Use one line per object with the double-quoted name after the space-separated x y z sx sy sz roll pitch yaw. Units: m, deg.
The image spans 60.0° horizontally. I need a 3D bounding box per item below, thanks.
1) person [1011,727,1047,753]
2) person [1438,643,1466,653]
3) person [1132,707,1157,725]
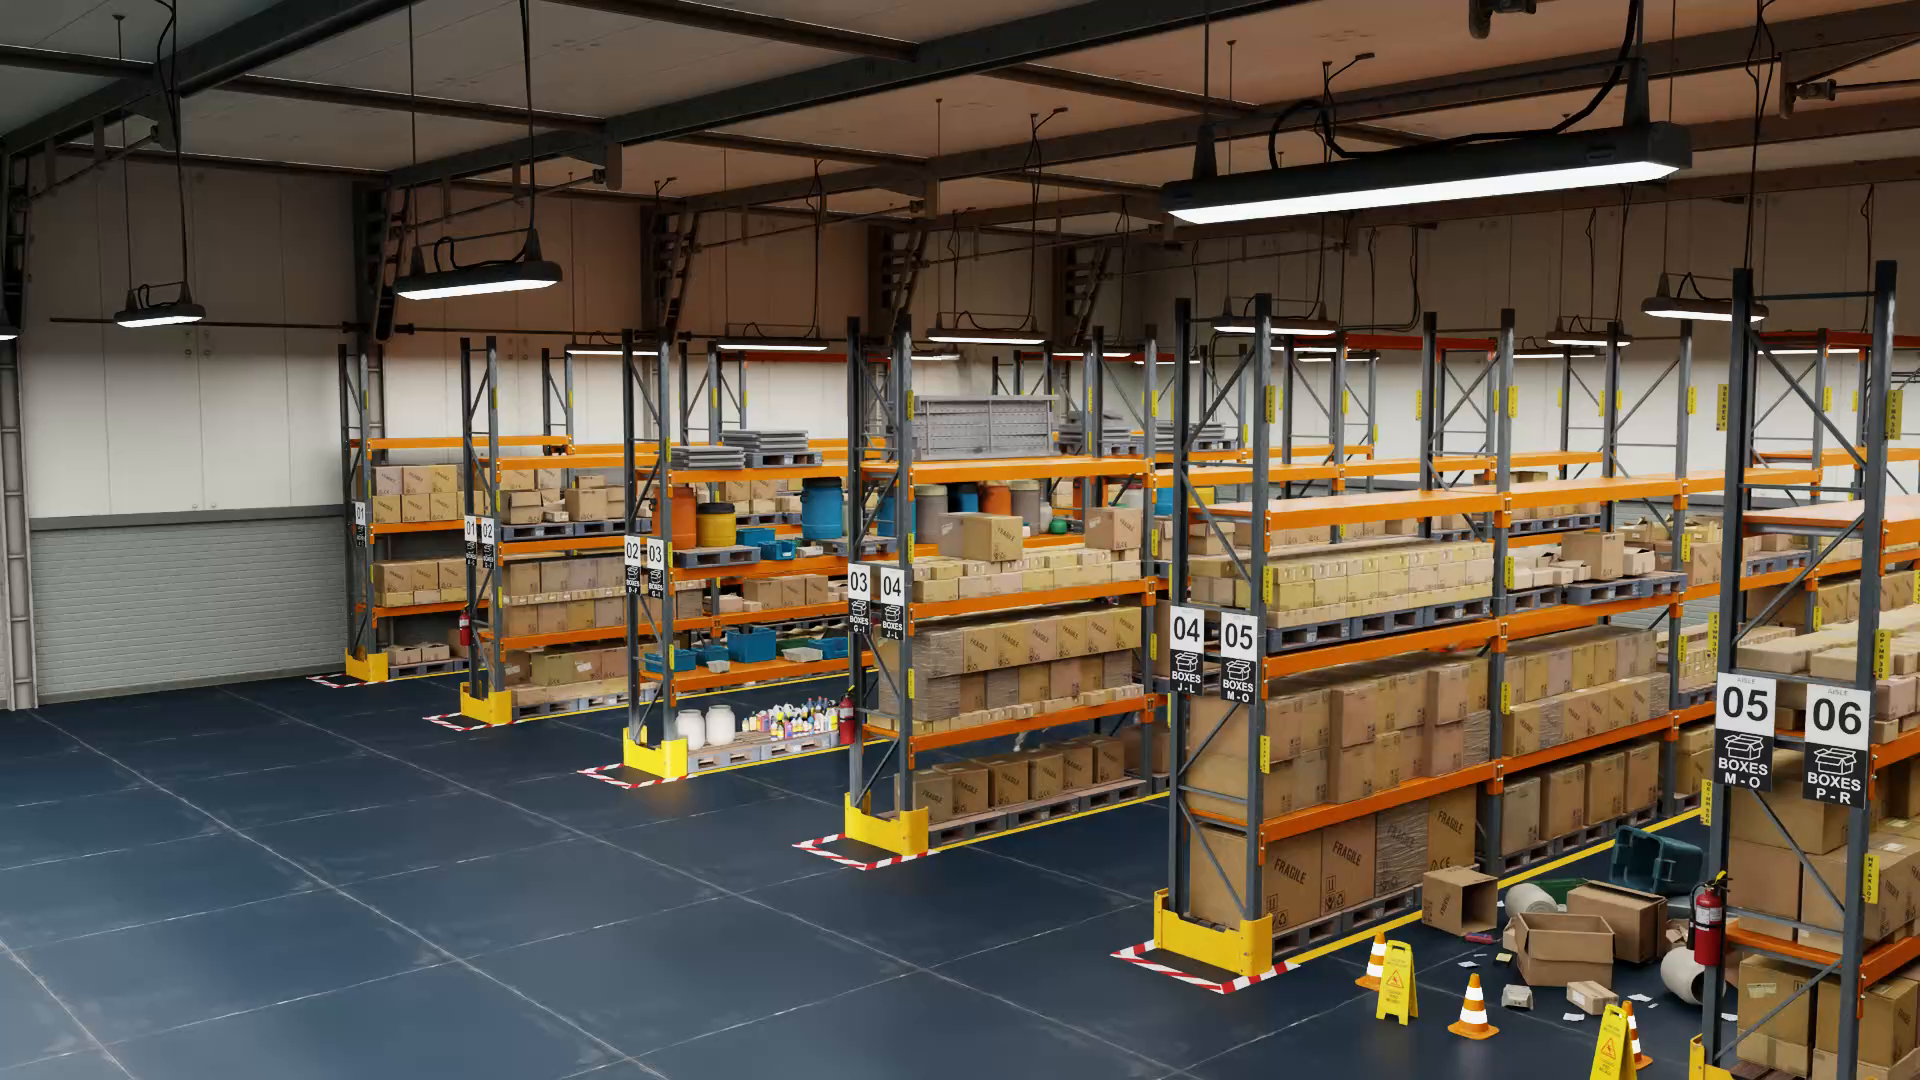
1.011 2.241 23.975 0.513 1.590 1.023 4 7 40 "person"
7.015 2.186 23.656 0.909 1.767 0.608 -5 7 -41 "person"
2.817 2.026 25.604 0.562 1.715 0.857 5 7 42 "person"
